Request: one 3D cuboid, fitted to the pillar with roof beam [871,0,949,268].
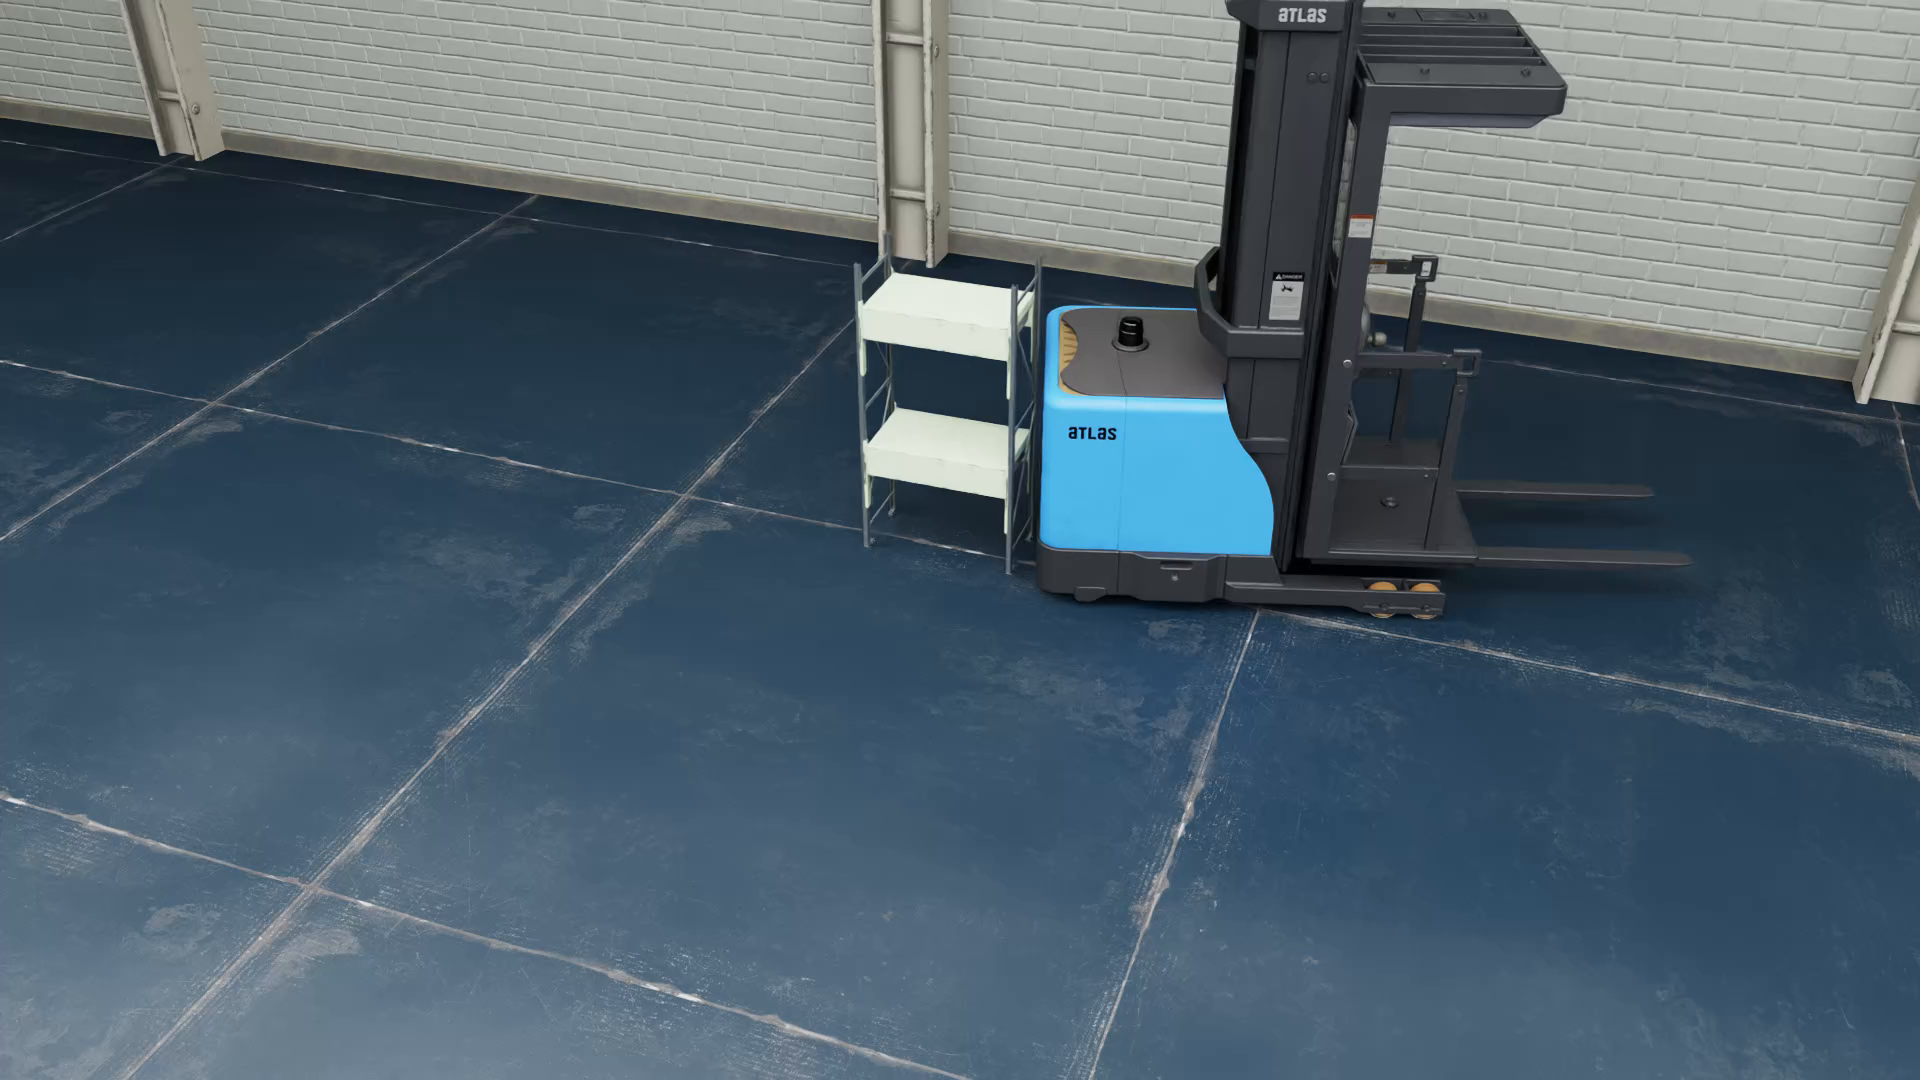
[{"bbox_3d":[-1.762,-3.505,5.382,0.400,9.000,9.100,11,34,16],"label":"pillar with roof beam"}]

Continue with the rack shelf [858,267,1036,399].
[{"bbox_3d":[-0.051,-0.956,7.628,0.720,0.370,0.431,11,34,16],"label":"rack shelf"}]

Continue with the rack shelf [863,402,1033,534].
[{"bbox_3d":[-0.051,-0.354,8.016,0.720,0.370,0.431,11,34,16],"label":"rack shelf"}]

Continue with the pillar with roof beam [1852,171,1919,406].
[{"bbox_3d":[3.886,-2.407,3.681,0.400,9.000,9.100,11,34,16],"label":"pillar with roof beam"}]

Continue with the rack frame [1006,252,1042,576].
[{"bbox_3d":[0.295,-0.563,7.739,0.023,1.500,0.400,11,34,16],"label":"rack frame"}]

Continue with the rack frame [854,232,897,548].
[{"bbox_3d":[-0.397,-0.692,7.940,0.023,1.500,0.400,11,34,16],"label":"rack frame"}]

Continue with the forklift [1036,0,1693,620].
[{"bbox_3d":[1.893,-1.163,7.349,3.031,2.935,1.130,2,33,3],"label":"forklift"}]

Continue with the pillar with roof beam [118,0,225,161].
[{"bbox_3d":[-7.410,-4.603,7.083,0.400,9.000,9.100,11,34,16],"label":"pillar with roof beam"}]

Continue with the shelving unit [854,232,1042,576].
[{"bbox_3d":[-0.051,-0.628,7.840,0.755,1.500,0.431,11,34,16],"label":"shelving unit"}]
